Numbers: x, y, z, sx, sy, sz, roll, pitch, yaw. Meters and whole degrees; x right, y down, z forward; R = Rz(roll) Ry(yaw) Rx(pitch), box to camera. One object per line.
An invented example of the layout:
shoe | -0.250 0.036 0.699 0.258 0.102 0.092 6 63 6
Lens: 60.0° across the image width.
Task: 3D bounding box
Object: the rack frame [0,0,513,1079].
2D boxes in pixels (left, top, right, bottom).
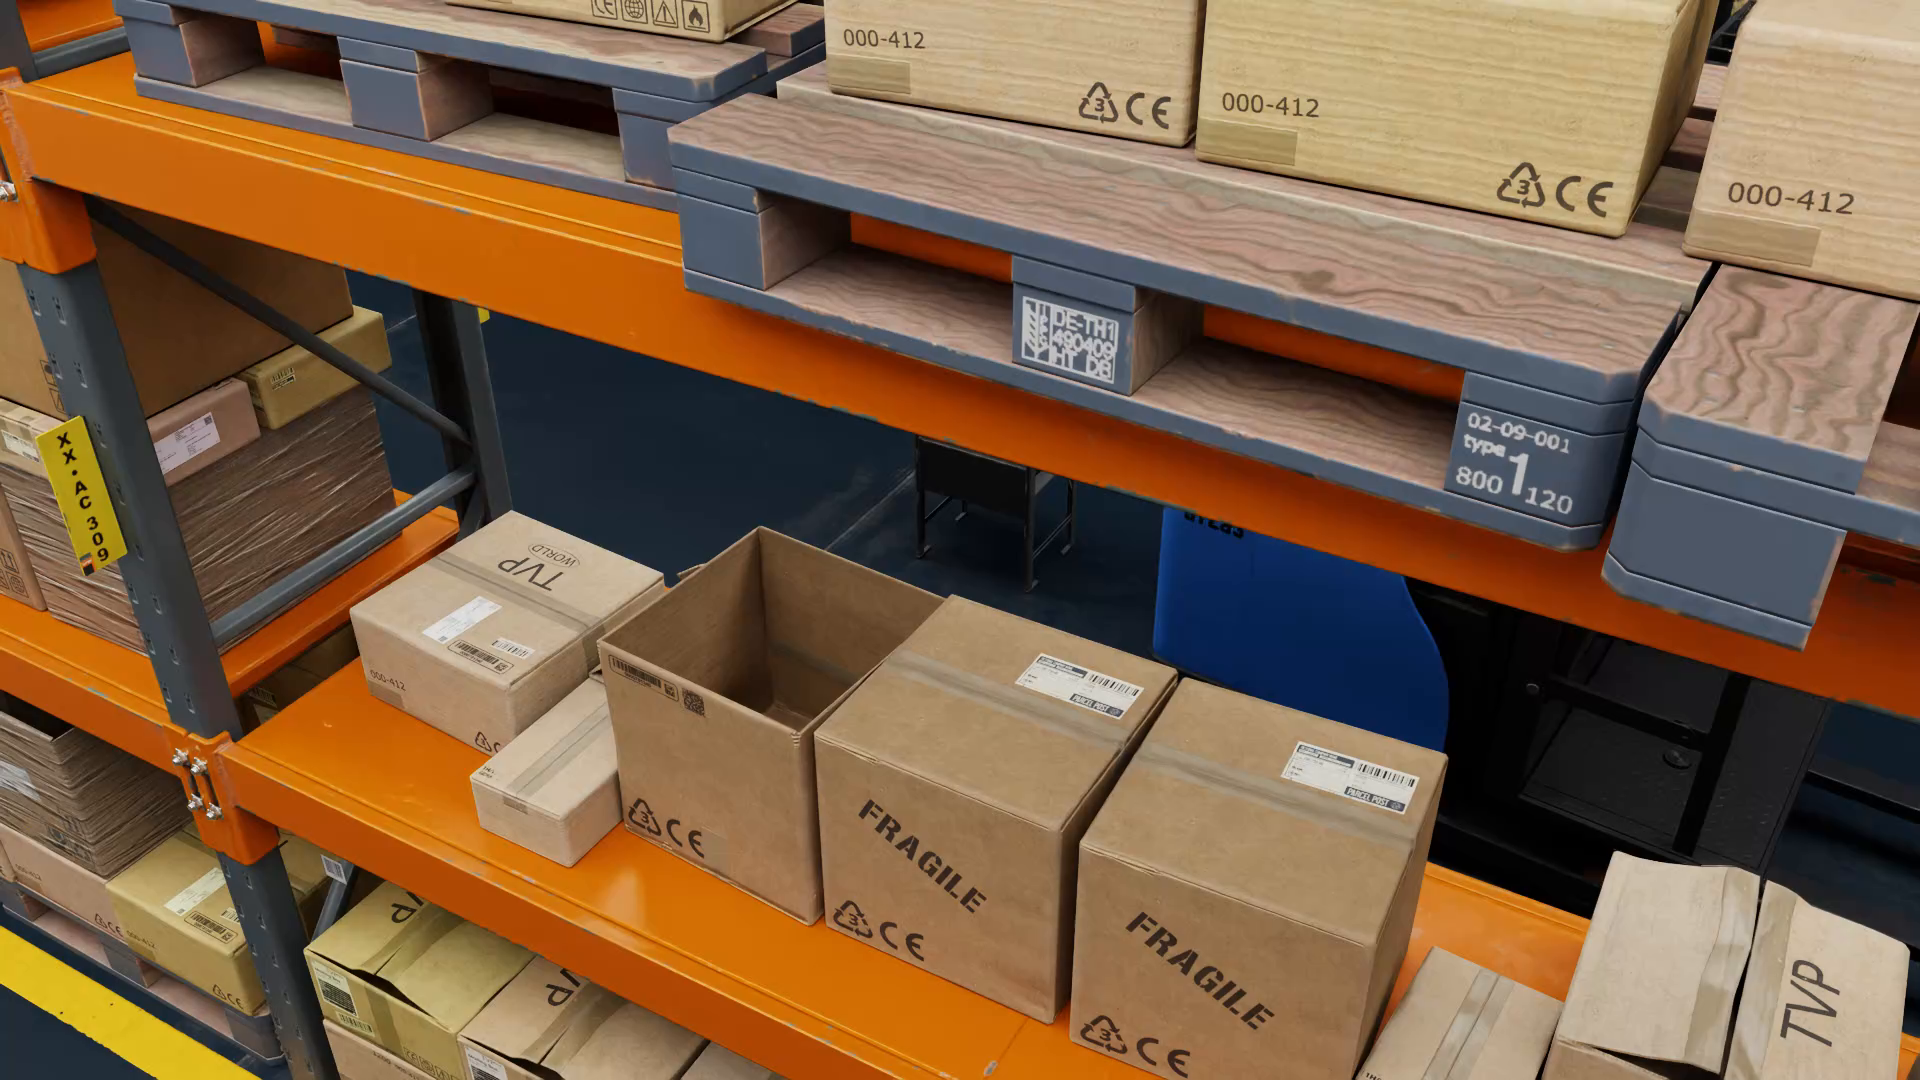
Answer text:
rack frame | -1.477 0.041 3.983 0.127 3.000 1.000 18 37 24

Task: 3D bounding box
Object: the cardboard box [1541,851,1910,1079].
cardboard box | 1.316 0.839 2.865 0.500 0.311 0.500 17 37 24

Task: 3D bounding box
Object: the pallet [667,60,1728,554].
pallet | 0.390 -0.479 2.227 1.213 0.211 1.003 19 38 27

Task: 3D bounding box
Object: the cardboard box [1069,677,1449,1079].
cardboard box | 0.531 0.646 2.984 0.500 0.500 0.500 16 37 22

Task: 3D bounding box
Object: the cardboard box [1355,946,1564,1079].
cardboard box | 0.861 0.922 2.886 0.250 0.149 0.380 21 39 28

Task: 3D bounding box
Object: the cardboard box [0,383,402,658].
cardboard box | -1.865 -0.120 4.134 0.500 0.500 0.700 17 37 23

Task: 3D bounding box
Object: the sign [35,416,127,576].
sign | -1.751 -0.085 3.319 0.005 0.325 0.100 18 37 24

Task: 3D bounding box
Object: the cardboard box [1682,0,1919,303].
cardboard box | 1.110 -0.453 1.775 0.500 0.250 0.500 19 38 26

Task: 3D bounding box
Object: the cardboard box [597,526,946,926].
cardboard box | -0.361 0.363 3.408 0.500 0.500 0.500 20 39 28

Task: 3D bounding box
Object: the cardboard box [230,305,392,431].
cardboard box | -1.614 -0.438 4.026 0.250 0.149 0.380 18 37 24

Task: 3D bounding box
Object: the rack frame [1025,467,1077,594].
rack frame | 0.356 -0.761 5.999 0.015 2.100 0.400 18 37 24

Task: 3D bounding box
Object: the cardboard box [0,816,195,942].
cardboard box | -2.417 0.846 4.876 0.500 0.250 0.500 18 37 24

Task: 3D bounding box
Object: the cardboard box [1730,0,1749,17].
cardboard box | 2.945 -1.925 6.448 0.500 0.500 0.700 18 37 24

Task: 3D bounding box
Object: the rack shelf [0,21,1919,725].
rack shelf | 0.260 -0.358 2.525 4.000 0.370 1.077 18 37 24

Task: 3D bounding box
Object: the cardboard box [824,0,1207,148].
cardboard box | 0.153 -0.765 2.243 0.500 0.250 0.500 14 36 20

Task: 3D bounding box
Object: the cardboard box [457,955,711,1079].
cardboard box | -0.810 1.151 3.912 0.500 0.311 0.500 17 37 24

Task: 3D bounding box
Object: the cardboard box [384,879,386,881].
cardboard box | -1.729 0.737 5.039 0.500 0.250 0.500 18 37 24

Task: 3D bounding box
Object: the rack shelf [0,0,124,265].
rack shelf | -3.213 -1.458 4.177 4.000 0.370 1.077 18 37 24

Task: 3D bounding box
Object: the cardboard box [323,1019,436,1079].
cardboard box | -1.249 1.241 4.283 0.500 0.250 0.500 17 37 23

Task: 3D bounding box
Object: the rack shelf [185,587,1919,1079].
rack shelf | 0.260 0.890 3.356 4.000 0.370 1.077 18 37 24

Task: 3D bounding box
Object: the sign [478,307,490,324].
sign | -1.216 -0.672 4.080 0.005 0.325 0.100 18 37 24

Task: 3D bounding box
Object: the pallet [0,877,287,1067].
pallet | -2.146 0.962 5.114 1.213 0.211 1.003 18 37 24

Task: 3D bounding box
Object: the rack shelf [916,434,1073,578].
rack shelf | 0.144 -0.234 6.495 0.480 0.518 0.431 18 37 24

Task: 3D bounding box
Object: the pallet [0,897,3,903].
pallet | -3.210 0.627 5.617 1.213 0.211 1.003 18 37 24

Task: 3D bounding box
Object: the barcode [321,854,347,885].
barcode | -1.462 0.769 3.881 0.075 0.075 0.001 18 37 24

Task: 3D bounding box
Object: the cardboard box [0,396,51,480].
cardboard box | -2.033 -0.312 3.836 0.250 0.149 0.380 17 37 23

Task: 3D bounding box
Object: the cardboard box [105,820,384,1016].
cardboard box | -1.988 0.988 4.662 0.500 0.250 0.500 18 37 24

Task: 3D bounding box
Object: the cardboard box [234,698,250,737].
cardboard box | -2.162 0.286 5.039 0.500 0.500 0.500 18 37 24

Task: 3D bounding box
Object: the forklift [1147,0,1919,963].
forklift | 2.138 -0.339 4.614 3.031 2.935 1.130 21 39 29

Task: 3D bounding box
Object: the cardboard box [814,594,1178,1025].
cardboard box | 0.074 0.501 3.202 0.500 0.500 0.500 18 38 24

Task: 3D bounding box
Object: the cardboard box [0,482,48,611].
cardboard box | -2.326 -0.262 4.347 0.500 0.500 0.700 17 37 24

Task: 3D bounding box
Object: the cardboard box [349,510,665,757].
cardboard box | -1.028 0.217 3.852 0.500 0.250 0.500 20 39 27

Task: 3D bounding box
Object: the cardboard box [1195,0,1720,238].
cardboard box | 0.619 -0.616 2.019 0.500 0.250 0.500 17 37 23

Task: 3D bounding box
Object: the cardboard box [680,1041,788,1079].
cardboard box | -0.360 1.292 3.699 0.500 0.311 0.500 16 37 23

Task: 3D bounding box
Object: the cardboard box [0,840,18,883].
cardboard box | -2.858 0.715 5.071 0.500 0.250 0.500 18 37 24

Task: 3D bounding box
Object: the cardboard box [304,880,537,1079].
cardboard box | -1.242 1.010 4.122 0.500 0.311 0.500 18 38 25

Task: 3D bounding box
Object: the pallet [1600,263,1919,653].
pallet | 1.363 -0.173 1.767 1.003 0.211 1.213 19 38 27

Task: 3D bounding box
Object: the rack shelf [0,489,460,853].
rack shelf | -3.213 -0.210 5.008 4.000 0.370 1.077 18 37 24

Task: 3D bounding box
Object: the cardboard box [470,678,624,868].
cardboard box | -0.809 0.487 3.539 0.250 0.149 0.380 18 37 24

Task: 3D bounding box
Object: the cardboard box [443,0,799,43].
cardboard box | -0.468 -0.996 2.590 0.500 0.250 0.500 14 36 20

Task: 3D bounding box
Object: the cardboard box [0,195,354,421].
cardboard box | -1.865 -0.660 3.774 0.500 0.500 0.700 18 38 25

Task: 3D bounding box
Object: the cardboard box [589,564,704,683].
cardboard box | -0.622 0.250 3.789 0.258 0.266 0.396 17 37 23

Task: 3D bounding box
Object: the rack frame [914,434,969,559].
rack frame | -0.068 -0.896 6.200 0.015 2.100 0.400 18 37 24

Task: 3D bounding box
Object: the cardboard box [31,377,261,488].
cardboard box | -1.819 -0.243 3.733 0.250 0.149 0.380 18 37 24

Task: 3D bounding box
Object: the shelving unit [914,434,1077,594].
shelving unit | 0.144 -0.828 6.100 0.503 2.100 0.431 18 37 24

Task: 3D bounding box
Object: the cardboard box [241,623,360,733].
cardboard box | -1.724 0.420 4.838 0.500 0.500 0.500 18 37 24

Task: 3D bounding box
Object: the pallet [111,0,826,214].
pallet | -0.704 -0.892 2.849 1.217 0.209 0.805 16 37 23

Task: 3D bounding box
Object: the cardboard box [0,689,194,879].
cardboard box | -2.416 0.533 4.669 0.500 0.500 0.500 18 37 24
